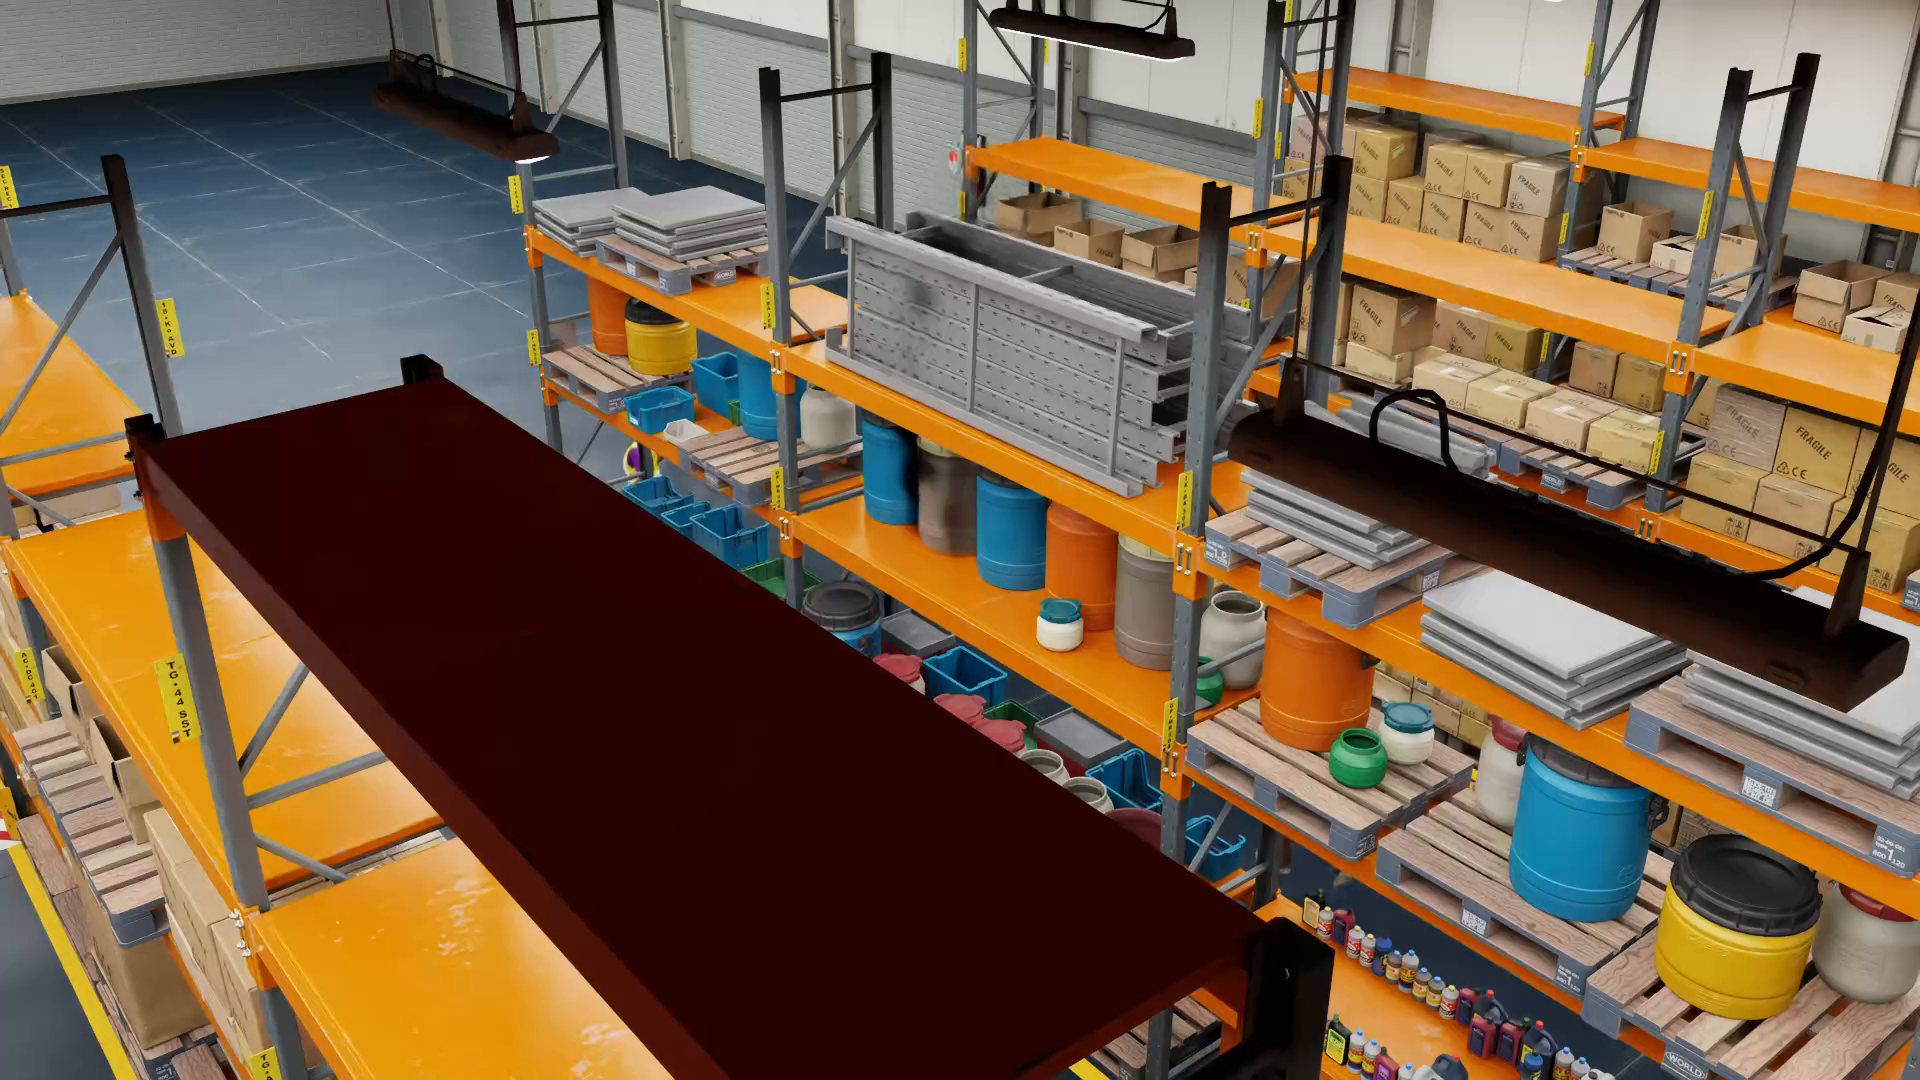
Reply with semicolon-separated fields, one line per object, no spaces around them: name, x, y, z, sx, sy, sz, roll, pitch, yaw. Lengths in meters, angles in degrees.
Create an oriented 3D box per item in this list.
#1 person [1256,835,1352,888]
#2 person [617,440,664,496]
person;2.511;1.834;11.973;0.593;1.610;0.882;-18;31;-32
person;-3.259;-0.537;17.400;0.605;1.722;0.694;4;26;9
